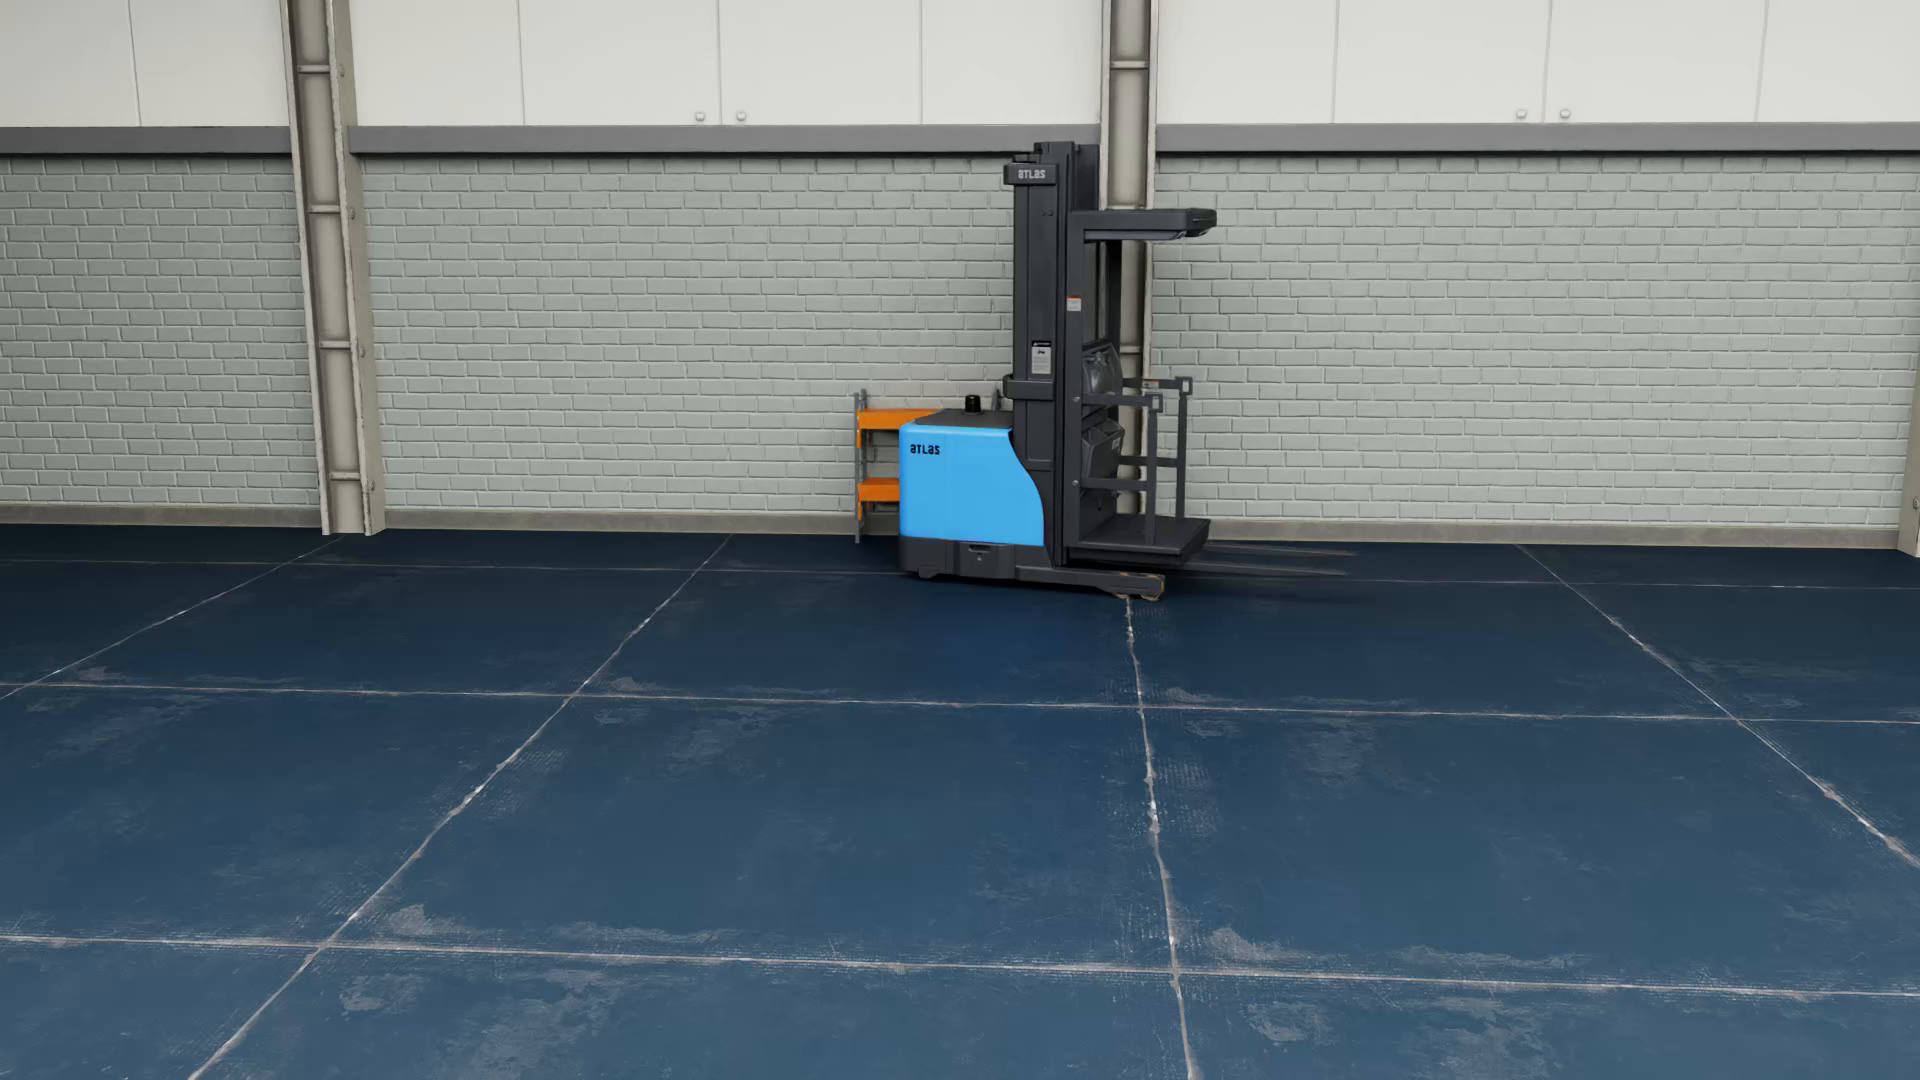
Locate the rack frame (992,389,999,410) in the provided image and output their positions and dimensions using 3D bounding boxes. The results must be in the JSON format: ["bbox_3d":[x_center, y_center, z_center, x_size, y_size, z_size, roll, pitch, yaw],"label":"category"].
[{"bbox_3d":[0.265,-0.559,12.499,0.032,1.125,0.500,1,8,4],"label":"rack frame"}]

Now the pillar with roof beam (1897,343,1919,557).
[{"bbox_3d":[6.918,-3.431,7.191,0.400,9.000,9.100,1,12,4],"label":"pillar with roof beam"}]

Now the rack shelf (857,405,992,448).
[{"bbox_3d":[-0.243,-0.853,12.488,1.000,0.278,0.538,1,8,4],"label":"rack shelf"}]

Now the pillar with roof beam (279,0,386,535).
[{"bbox_3d":[-5.056,-3.595,7.975,0.400,9.000,9.100,1,12,4],"label":"pillar with roof beam"}]

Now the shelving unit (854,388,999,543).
[{"bbox_3d":[-0.242,-0.564,12.531,1.048,1.125,0.538,1,8,4],"label":"shelving unit"}]

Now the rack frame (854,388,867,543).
[{"bbox_3d":[-0.750,-0.568,12.563,0.032,1.125,0.500,1,8,4],"label":"rack frame"}]

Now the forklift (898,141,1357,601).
[{"bbox_3d":[1.146,-1.161,11.159,3.031,2.935,1.130,4,12,18],"label":"forklift"}]

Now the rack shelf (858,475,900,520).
[{"bbox_3d":[-0.242,-0.322,12.567,1.000,0.278,0.538,1,8,4],"label":"rack shelf"}]

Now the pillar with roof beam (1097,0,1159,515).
[{"bbox_3d":[0.931,-3.513,7.583,0.400,9.000,9.100,1,12,4],"label":"pillar with roof beam"}]
